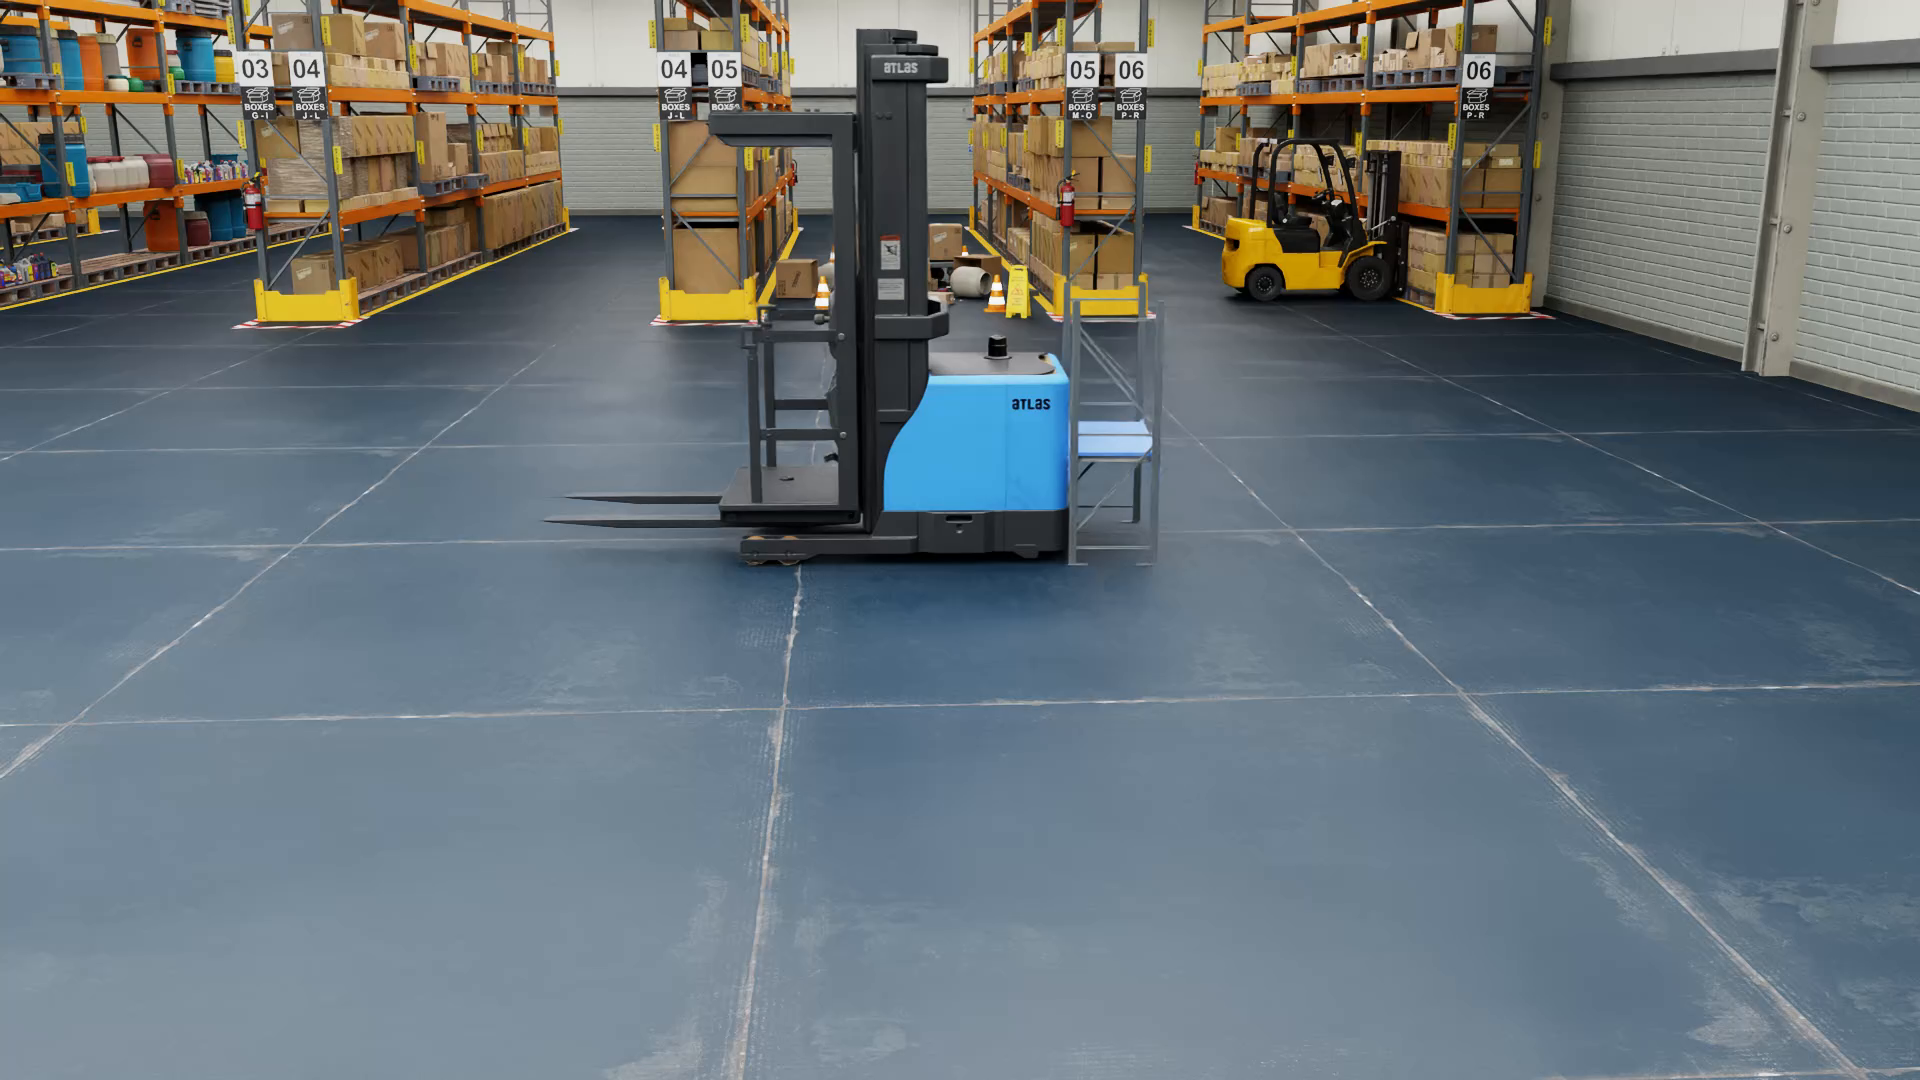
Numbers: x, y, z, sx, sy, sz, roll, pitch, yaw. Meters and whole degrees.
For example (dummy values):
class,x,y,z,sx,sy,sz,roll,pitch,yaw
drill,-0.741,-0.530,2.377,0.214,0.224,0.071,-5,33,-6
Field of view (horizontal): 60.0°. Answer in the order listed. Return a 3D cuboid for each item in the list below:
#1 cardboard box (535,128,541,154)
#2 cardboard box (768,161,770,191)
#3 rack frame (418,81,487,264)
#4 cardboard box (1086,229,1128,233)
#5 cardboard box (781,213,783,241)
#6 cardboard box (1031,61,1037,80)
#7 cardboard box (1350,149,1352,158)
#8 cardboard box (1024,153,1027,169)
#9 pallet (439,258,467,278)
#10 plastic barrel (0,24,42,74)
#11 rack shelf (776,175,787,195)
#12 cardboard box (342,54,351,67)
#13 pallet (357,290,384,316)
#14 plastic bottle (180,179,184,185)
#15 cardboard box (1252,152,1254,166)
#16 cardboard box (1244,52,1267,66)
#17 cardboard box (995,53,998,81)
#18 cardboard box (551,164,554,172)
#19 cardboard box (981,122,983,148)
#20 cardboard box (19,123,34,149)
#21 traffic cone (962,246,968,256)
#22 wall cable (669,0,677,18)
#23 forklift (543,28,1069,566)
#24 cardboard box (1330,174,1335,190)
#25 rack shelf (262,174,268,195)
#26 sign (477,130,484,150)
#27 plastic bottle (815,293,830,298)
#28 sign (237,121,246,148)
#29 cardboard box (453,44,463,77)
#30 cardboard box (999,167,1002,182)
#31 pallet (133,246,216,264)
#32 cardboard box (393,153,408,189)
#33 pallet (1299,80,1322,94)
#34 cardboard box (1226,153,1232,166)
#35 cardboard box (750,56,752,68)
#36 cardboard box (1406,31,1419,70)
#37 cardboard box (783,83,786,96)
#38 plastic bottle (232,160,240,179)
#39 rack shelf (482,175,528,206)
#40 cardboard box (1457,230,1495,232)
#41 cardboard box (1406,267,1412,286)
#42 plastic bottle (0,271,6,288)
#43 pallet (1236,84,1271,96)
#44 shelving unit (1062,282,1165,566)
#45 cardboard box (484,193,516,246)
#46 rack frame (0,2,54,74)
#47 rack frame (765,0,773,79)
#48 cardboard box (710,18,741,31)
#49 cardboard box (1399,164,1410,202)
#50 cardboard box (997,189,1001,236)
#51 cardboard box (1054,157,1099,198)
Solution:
class,x,y,z,sx,sy,sz,roll,pitch,yaw
cardboard box,-8.675,-7.974,33.199,0.500,0.500,0.500,-1,14,-5
cardboard box,-3.213,-5.660,25.804,0.500,0.500,0.500,-1,14,-4
rack frame,-8.593,-6.170,27.987,1.000,3.000,0.127,-1,14,-3
cardboard box,1.981,-3.909,22.370,0.500,0.500,0.500,-1,14,-6
cardboard box,-3.528,-5.774,30.620,0.500,0.500,0.500,-1,14,-5
cardboard box,1.300,-6.739,23.881,0.500,0.250,0.500,-1,14,-5
cardboard box,6.260,-5.975,25.728,0.380,0.149,0.250,-1,14,-3
cardboard box,1.256,-5.959,25.525,0.500,0.500,0.500,-1,14,-3
pallet,-8.474,-4.322,26.402,1.003,0.211,1.213,-1,14,-3
plastic barrel,-13.537,-6.917,23.865,0.600,0.901,0.708,-1,14,-3
rack shelf,-3.760,-6.370,30.209,1.077,0.370,4.000,-1,14,-3
cardboard box,-7.888,-6.021,20.890,0.380,0.149,0.250,0,14,-1
pallet,-8.117,-3.051,21.462,1.003,0.211,1.213,-1,14,-3
plastic bottle,-13.241,-6.146,28.143,0.152,0.276,0.135,-1,14,-3
cardboard box,5.707,-7.182,31.347,0.396,0.266,0.258,0,14,-1
cardboard box,5.674,-9.242,31.941,0.396,0.266,0.258,-1,14,-4
cardboard box,0.899,-8.461,29.829,0.500,0.500,0.500,-1,14,-3
cardboard box,-8.691,-7.765,34.690,0.380,0.149,0.250,-1,14,-2
cardboard box,0.681,-8.216,33.732,0.500,0.500,0.500,-1,14,-3
cardboard box,-18.541,-7.923,32.593,0.500,0.500,0.500,-1,14,-5
traffic cone,0.072,-4.386,26.145,0.336,0.463,0.334,-1,14,-3
wall cable,-5.999,-14.082,40.243,2.277,5.999,0.120,-1,14,-3
forklift,-0.896,-1.408,9.616,3.031,2.935,1.130,0,14,-1
cardboard box,6.170,-5.703,26.474,0.500,0.250,0.500,-1,14,-3
rack shelf,-13.908,-7.237,33.579,1.077,0.370,4.000,-1,14,-3
sign,-8.052,-6.703,27.894,0.100,0.325,0.005,-1,14,-3
plastic bottle,-1.857,-3.378,23.031,0.283,0.061,0.133,-6,16,-23
sign,-8.653,-4.891,20.056,0.100,0.325,0.005,-1,14,-3
cardboard box,-8.271,-7.671,26.597,0.500,0.500,0.500,-1,14,-4
cardboard box,0.960,-6.499,29.566,0.500,0.250,0.500,-1,14,-2
pallet,-13.627,-4.938,28.796,1.003,0.211,1.213,-1,14,-3
cardboard box,-8.379,-5.255,23.632,0.875,0.500,0.500,-1,14,-3
pallet,6.383,-7.594,27.882,1.213,0.211,1.003,0,14,-1
cardboard box,5.683,-7.714,33.692,0.500,0.250,0.500,-1,14,-3
cardboard box,-2.937,-6.282,21.863,0.380,0.149,0.250,-1,14,-3
cardboard box,6.515,-6.674,22.675,0.797,0.503,0.637,0,14,-2
cardboard box,-3.649,-8.715,32.161,0.500,0.250,0.500,0,14,-1
plastic bottle,-13.401,-6.841,30.693,0.144,0.351,0.185,-1,14,-3
rack shelf,-8.717,-6.319,30.009,1.077,0.370,4.000,-1,14,-3
cardboard box,6.872,-4.014,22.274,0.500,0.250,0.500,-1,14,-3
cardboard box,6.360,-3.643,22.841,0.500,0.250,0.500,-1,14,-3
plastic bottle,-12.838,-3.514,22.231,0.061,0.283,0.133,-1,14,-3
pallet,5.974,-8.594,31.764,1.213,0.211,1.003,-1,14,-3
shelving unit,0.873,-0.709,9.772,0.538,1.500,1.048,0,14,1
cardboard box,-8.663,-5.738,29.729,1.225,0.875,0.875,-1,14,-3
rack frame,-13.289,-8.004,23.075,1.000,3.000,0.127,-1,14,-3
rack frame,-3.636,-9.127,27.439,1.000,3.000,0.127,-1,14,-3
cardboard box,-2.844,-6.289,20.289,0.380,0.149,0.250,-1,14,-3
cardboard box,6.358,-4.959,23.080,0.500,0.500,0.500,-1,14,-3
cardboard box,1.168,-6.339,32.066,0.875,0.875,0.875,0,14,-2
cardboard box,1.485,-4.657,21.307,0.500,0.500,0.500,-1,14,-4
